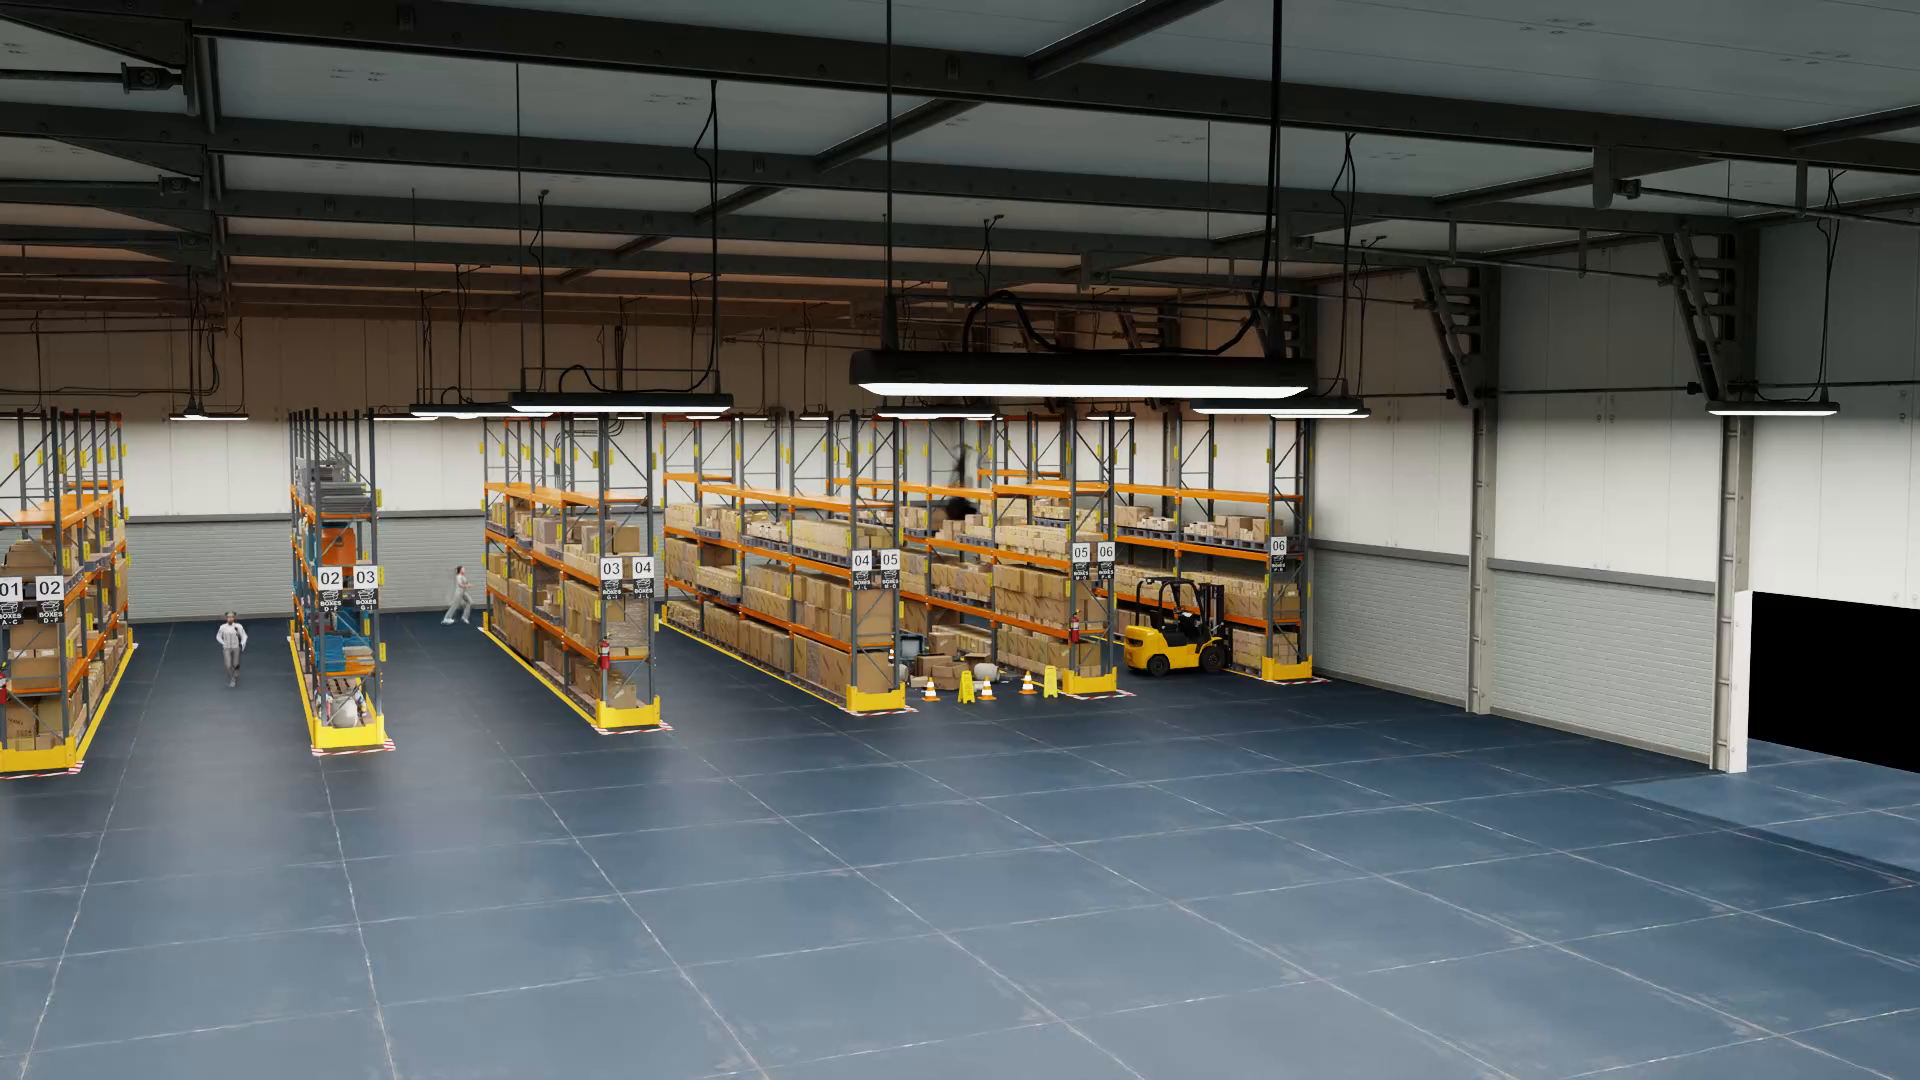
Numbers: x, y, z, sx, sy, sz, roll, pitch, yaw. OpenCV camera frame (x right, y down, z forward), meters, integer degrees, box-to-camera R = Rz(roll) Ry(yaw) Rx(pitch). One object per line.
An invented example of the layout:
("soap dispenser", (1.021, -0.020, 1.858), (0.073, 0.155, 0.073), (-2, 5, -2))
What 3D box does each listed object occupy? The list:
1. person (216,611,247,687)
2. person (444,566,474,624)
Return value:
("person", (-15.899, 2.368, 36.298), (0.616, 1.655, 0.554), (-1, 4, -20))
("person", (-14.272, 1.569, 47.439), (0.866, 1.689, 0.571), (0, 4, 0))
